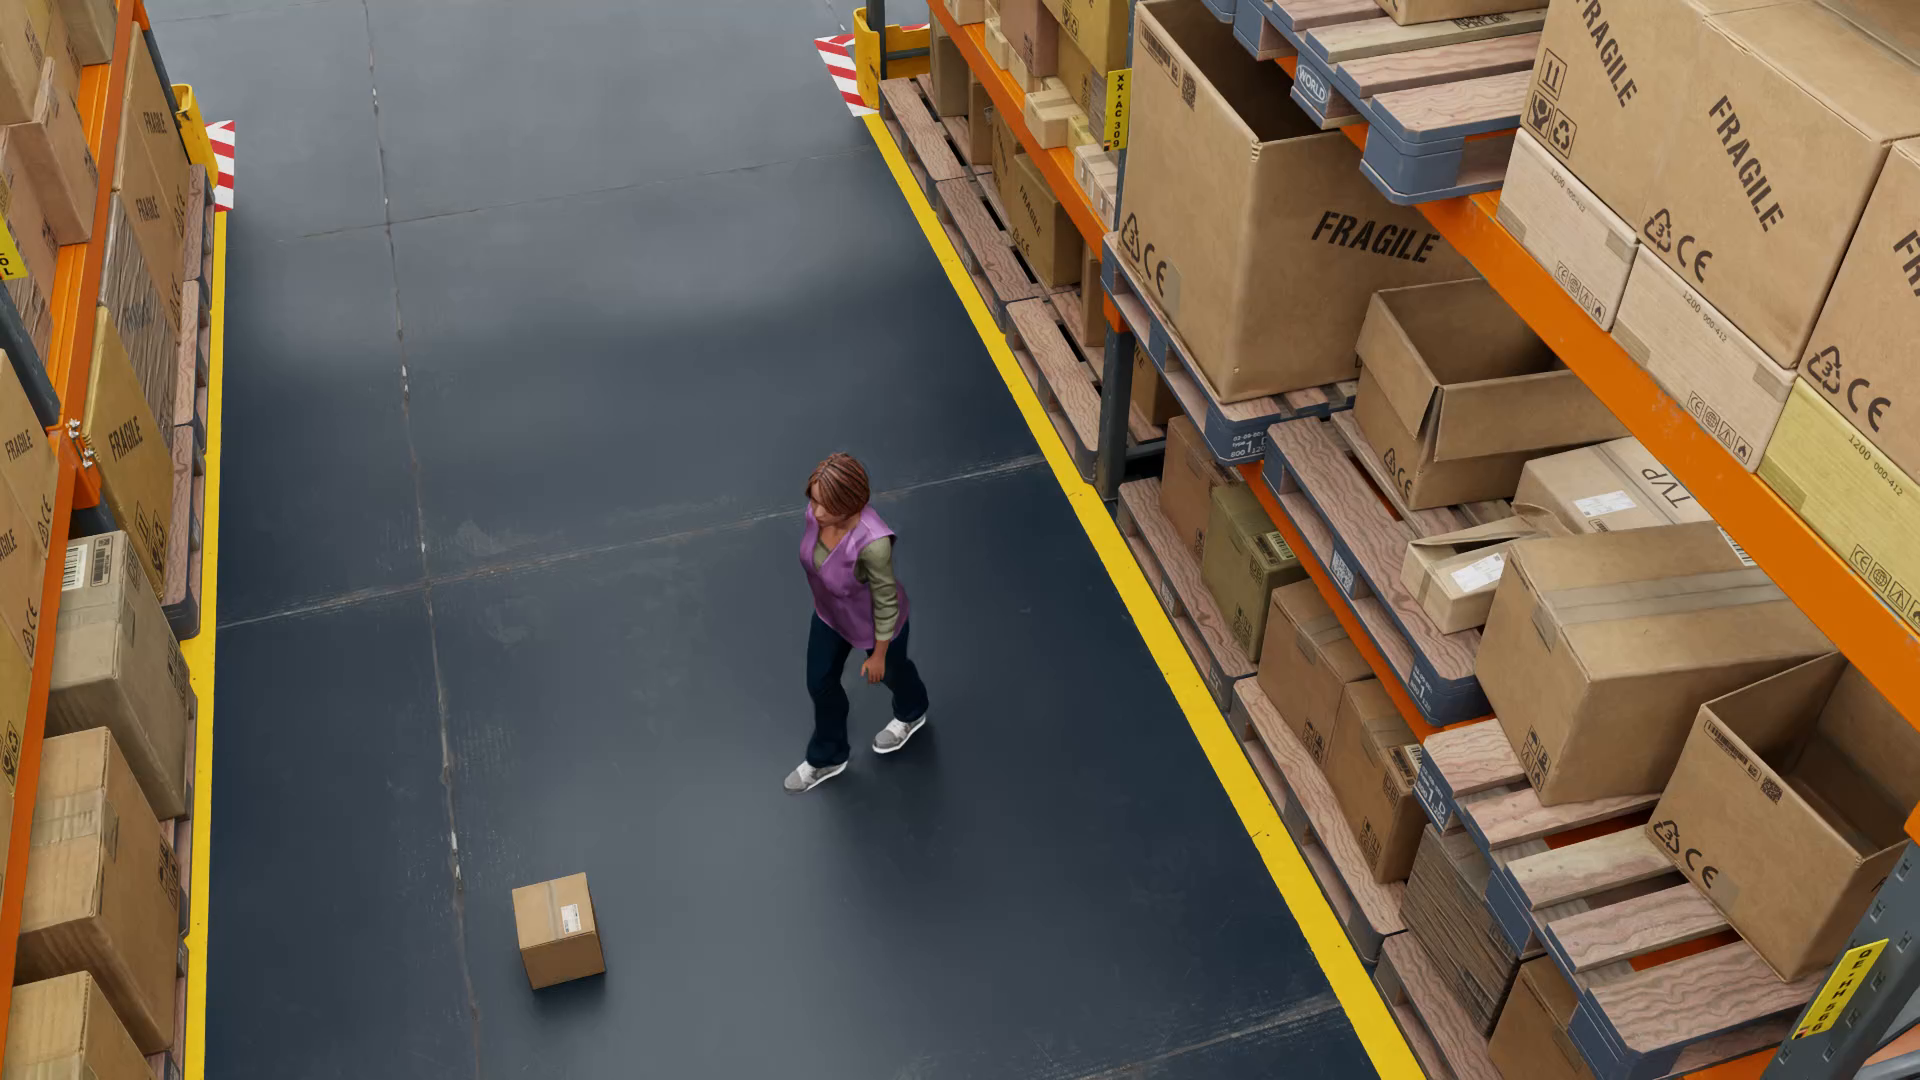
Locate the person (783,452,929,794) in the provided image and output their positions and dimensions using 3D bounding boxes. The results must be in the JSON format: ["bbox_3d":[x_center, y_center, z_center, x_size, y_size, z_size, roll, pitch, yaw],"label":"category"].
[{"bbox_3d":[-0.337,0.293,5.876,0.443,1.599,0.630,31,51,29],"label":"person"}]
